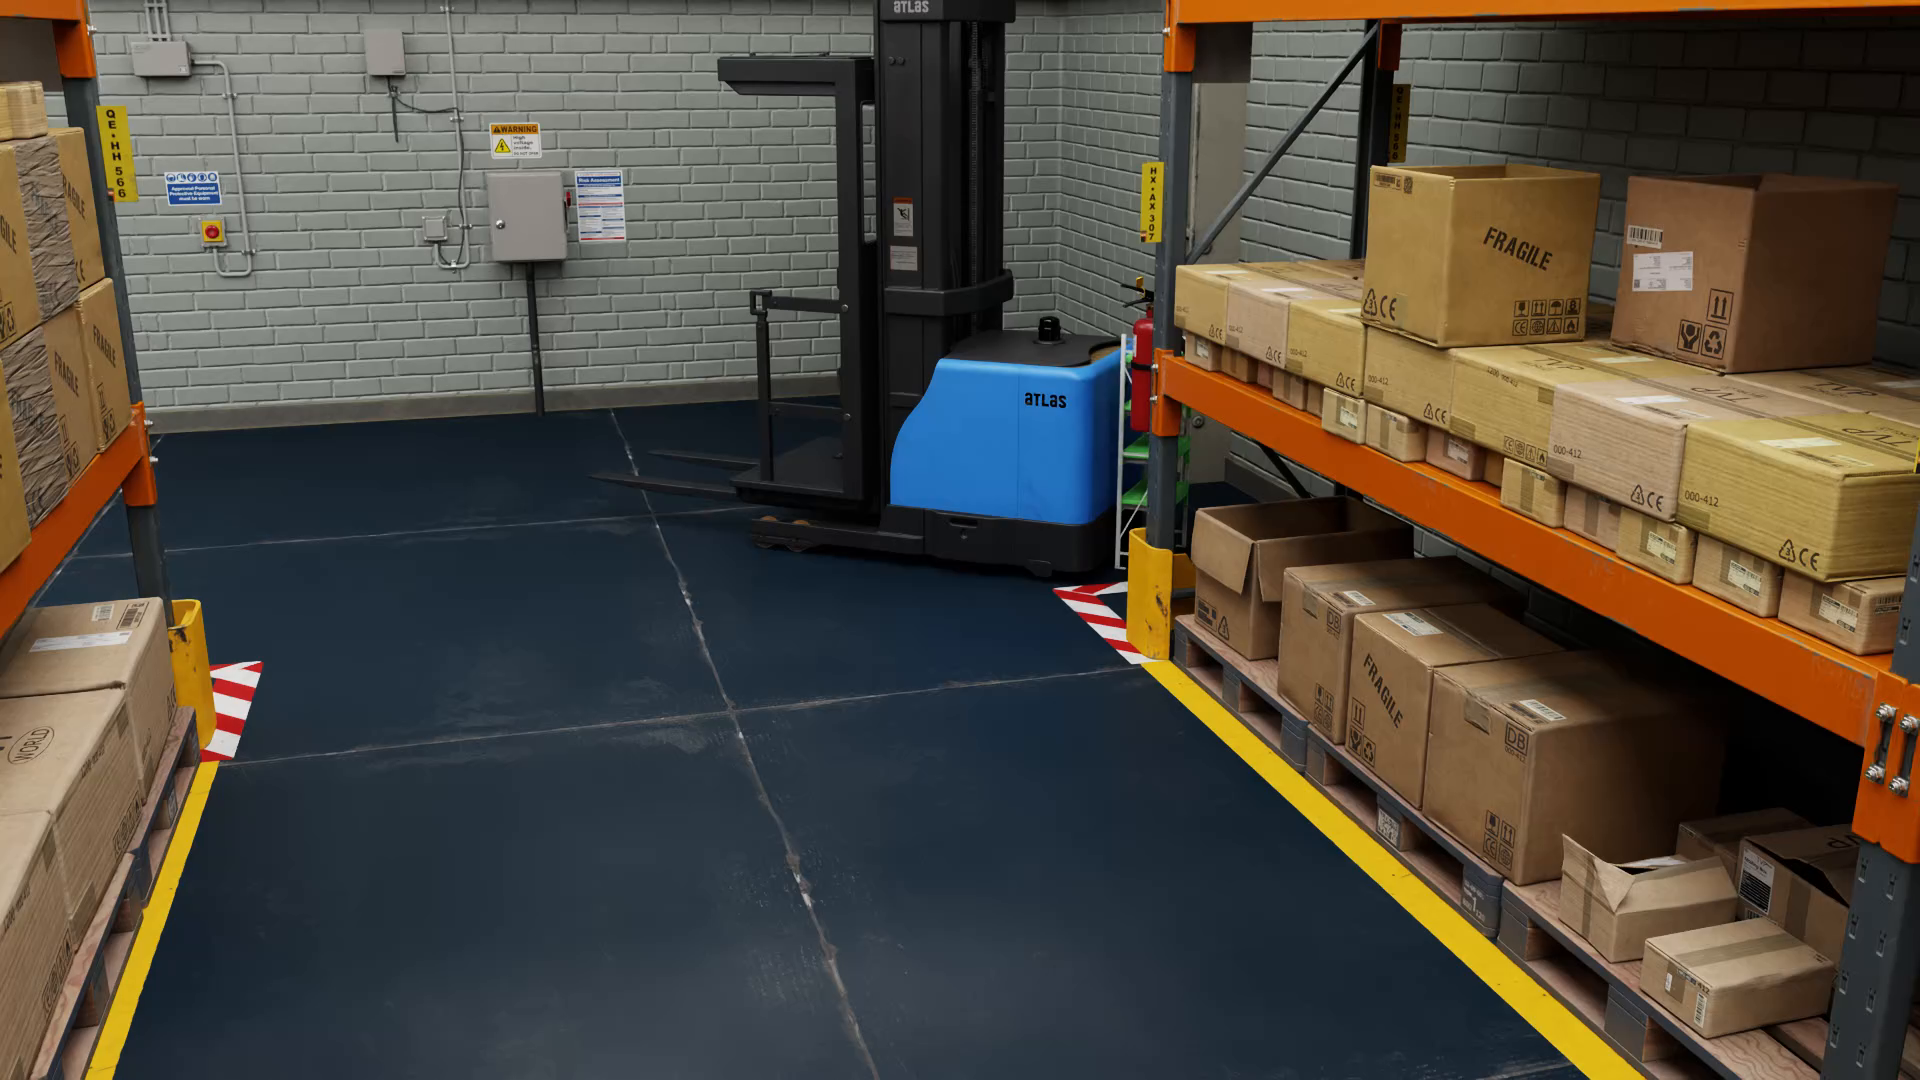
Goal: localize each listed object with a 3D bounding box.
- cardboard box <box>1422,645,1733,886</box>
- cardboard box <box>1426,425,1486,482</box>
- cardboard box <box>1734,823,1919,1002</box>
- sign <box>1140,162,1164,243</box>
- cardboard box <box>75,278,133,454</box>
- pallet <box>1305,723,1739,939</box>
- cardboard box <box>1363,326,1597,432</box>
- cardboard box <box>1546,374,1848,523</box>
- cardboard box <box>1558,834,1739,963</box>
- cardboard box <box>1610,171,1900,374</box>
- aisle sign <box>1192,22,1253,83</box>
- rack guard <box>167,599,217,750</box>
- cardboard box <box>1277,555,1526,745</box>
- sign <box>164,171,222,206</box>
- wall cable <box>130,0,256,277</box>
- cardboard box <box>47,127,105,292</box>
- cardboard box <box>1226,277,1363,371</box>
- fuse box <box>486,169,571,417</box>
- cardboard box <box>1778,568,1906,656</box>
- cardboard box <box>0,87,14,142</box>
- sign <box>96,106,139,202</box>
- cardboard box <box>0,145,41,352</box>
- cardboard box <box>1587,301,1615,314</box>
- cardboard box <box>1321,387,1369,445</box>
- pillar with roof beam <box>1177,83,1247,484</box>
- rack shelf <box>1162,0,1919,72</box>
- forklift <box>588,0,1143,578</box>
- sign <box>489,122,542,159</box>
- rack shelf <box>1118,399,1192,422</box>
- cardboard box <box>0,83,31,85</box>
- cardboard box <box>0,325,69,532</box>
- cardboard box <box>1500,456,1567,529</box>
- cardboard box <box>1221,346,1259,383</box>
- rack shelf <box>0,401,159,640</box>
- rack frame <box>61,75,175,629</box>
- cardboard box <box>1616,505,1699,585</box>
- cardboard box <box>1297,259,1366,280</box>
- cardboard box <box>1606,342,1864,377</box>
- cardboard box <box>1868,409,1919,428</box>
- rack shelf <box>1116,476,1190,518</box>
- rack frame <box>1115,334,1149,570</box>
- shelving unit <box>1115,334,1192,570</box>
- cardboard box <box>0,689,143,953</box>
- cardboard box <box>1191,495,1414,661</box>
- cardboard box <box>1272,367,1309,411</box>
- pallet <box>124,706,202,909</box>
[{"bbox_3d":[1.879,0.674,5.108,0.700,0.500,0.500,-5,18,-17],"label":"cardboard box"},{"bbox_3d":[1.681,-0.295,5.156,0.380,0.149,0.250,-5,17,-15],"label":"cardboard box"},{"bbox_3d":[2.465,0.967,4.464,0.500,0.311,0.500,-4,17,-13],"label":"cardboard box"},{"bbox_3d":[0.798,-1.397,6.883,0.100,0.325,0.005,-5,17,-15],"label":"sign"},{"bbox_3d":[-3.065,-0.567,5.452,0.500,0.500,0.500,-5,17,-15],"label":"cardboard box"},{"bbox_3d":[1.892,0.889,5.627,1.003,0.211,1.213,-5,17,-15],"label":"pallet"},{"bbox_3d":[1.627,-0.530,5.245,0.500,0.250,0.500,-5,17,-17],"label":"cardboard box"},{"bbox_3d":[1.892,-0.248,4.308,0.500,0.250,0.500,-5,17,-15],"label":"cardboard box"},{"bbox_3d":[1.885,0.960,4.565,0.396,0.266,0.258,-4,17,-13],"label":"cardboard box"},{"bbox_3d":[2.265,-0.781,4.779,0.500,0.500,0.500,-5,17,-17],"label":"cardboard box"},{"bbox_3d":[1.018,-2.266,6.762,0.394,0.787,0.004,-5,17,-15],"label":"aisle sign"},{"bbox_3d":[-3.459,0.559,6.222,1.175,0.500,0.348,-5,17,-15],"label":"rack guard"},{"bbox_3d":[1.594,0.387,6.064,0.700,0.500,0.500,-4,17,-13],"label":"cardboard box"},{"bbox_3d":[-5.087,-2.332,11.032,0.327,0.218,0.001,-5,17,-15],"label":"sign"},{"bbox_3d":[-5.024,-2.691,10.876,0.585,1.953,0.123,-5,17,-15],"label":"wall cable"},{"bbox_3d":[-3.091,-1.044,5.301,0.500,0.500,0.500,-4,17,-13],"label":"cardboard box"},{"bbox_3d":[1.324,-0.809,6.176,0.500,0.250,0.500,-5,17,-15],"label":"cardboard box"},{"bbox_3d":[-2.964,-1.698,11.631,0.539,1.711,0.414,-5,17,-15],"label":"fuse box"},{"bbox_3d":[2.088,0.133,3.730,0.380,0.149,0.250,-4,17,-14],"label":"cardboard box"},{"bbox_3d":[-2.886,-1.180,4.626,0.380,0.149,0.250,-4,17,-14],"label":"cardboard box"},{"bbox_3d":[-2.926,-1.339,5.770,0.100,0.325,0.005,-5,17,-15],"label":"sign"},{"bbox_3d":[-2.786,-0.765,4.371,0.500,0.500,0.500,-5,17,-16],"label":"cardboard box"},{"bbox_3d":[1.973,-0.709,5.843,0.500,0.250,0.500,-4,17,-14],"label":"cardboard box"},{"bbox_3d":[1.452,-0.432,5.612,0.380,0.149,0.250,-5,17,-17],"label":"cardboard box"},{"bbox_3d":[-2.694,-4.375,7.875,9.100,9.000,0.400,-5,17,-15],"label":"pillar with roof beam"},{"bbox_3d":[1.869,-1.564,4.981,1.077,0.370,4.000,-5,17,-15],"label":"rack shelf"},{"bbox_3d":[-0.577,-1.473,8.760,3.031,2.935,1.130,7,18,22],"label":"forklift"},{"bbox_3d":[-3.074,-2.764,11.503,0.339,0.242,0.001,-5,17,-15],"label":"sign"},{"bbox_3d":[0.995,-0.652,8.425,0.258,0.148,0.480,7,18,21],"label":"rack shelf"},{"bbox_3d":[-3.068,-1.317,5.084,0.380,0.149,0.250,-4,17,-14],"label":"cardboard box"},{"bbox_3d":[-2.791,-0.285,4.515,0.500,0.500,0.500,-4,17,-14],"label":"cardboard box"},{"bbox_3d":[1.758,-0.150,4.674,0.380,0.149,0.250,-5,17,-16],"label":"cardboard box"},{"bbox_3d":[1.261,-0.725,6.590,0.380,0.149,0.250,-4,17,-14],"label":"cardboard box"},{"bbox_3d":[-2.902,0.266,4.102,1.077,0.370,4.000,-5,17,-15],"label":"rack shelf"},{"bbox_3d":[-3.452,-0.632,5.841,1.000,3.000,0.127,-5,17,-15],"label":"rack frame"},{"bbox_3d":[1.901,-0.007,4.197,0.380,0.149,0.250,-4,17,-14],"label":"cardboard box"},{"bbox_3d":[1.701,-0.989,6.776,0.500,0.250,0.500,-4,17,-14],"label":"cardboard box"},{"bbox_3d":[2.258,-0.429,4.909,0.500,0.250,0.500,-4,17,-14],"label":"cardboard box"},{"bbox_3d":[2.542,-0.148,3.973,0.500,0.250,0.500,-5,17,-16],"label":"cardboard box"},{"bbox_3d":[0.995,-0.192,8.563,0.258,0.148,0.480,7,18,21],"label":"rack shelf"},{"bbox_3d":[0.903,-0.418,8.259,0.240,1.200,0.015,7,18,21],"label":"rack frame"},{"bbox_3d":[0.995,-0.483,8.476,0.258,1.200,0.503,7,18,21],"label":"shelving unit"},{"bbox_3d":[-2.915,0.821,4.727,0.875,0.438,0.875,-4,17,-14],"label":"cardboard box"},{"bbox_3d":[1.397,0.146,6.861,0.797,0.503,0.637,-5,18,-17],"label":"cardboard box"},{"bbox_3d":[1.377,-0.581,6.108,0.380,0.149,0.250,-4,17,-14],"label":"cardboard box"},{"bbox_3d":[-3.157,0.919,5.526,1.003,0.211,1.213,-5,17,-15],"label":"pallet"}]
